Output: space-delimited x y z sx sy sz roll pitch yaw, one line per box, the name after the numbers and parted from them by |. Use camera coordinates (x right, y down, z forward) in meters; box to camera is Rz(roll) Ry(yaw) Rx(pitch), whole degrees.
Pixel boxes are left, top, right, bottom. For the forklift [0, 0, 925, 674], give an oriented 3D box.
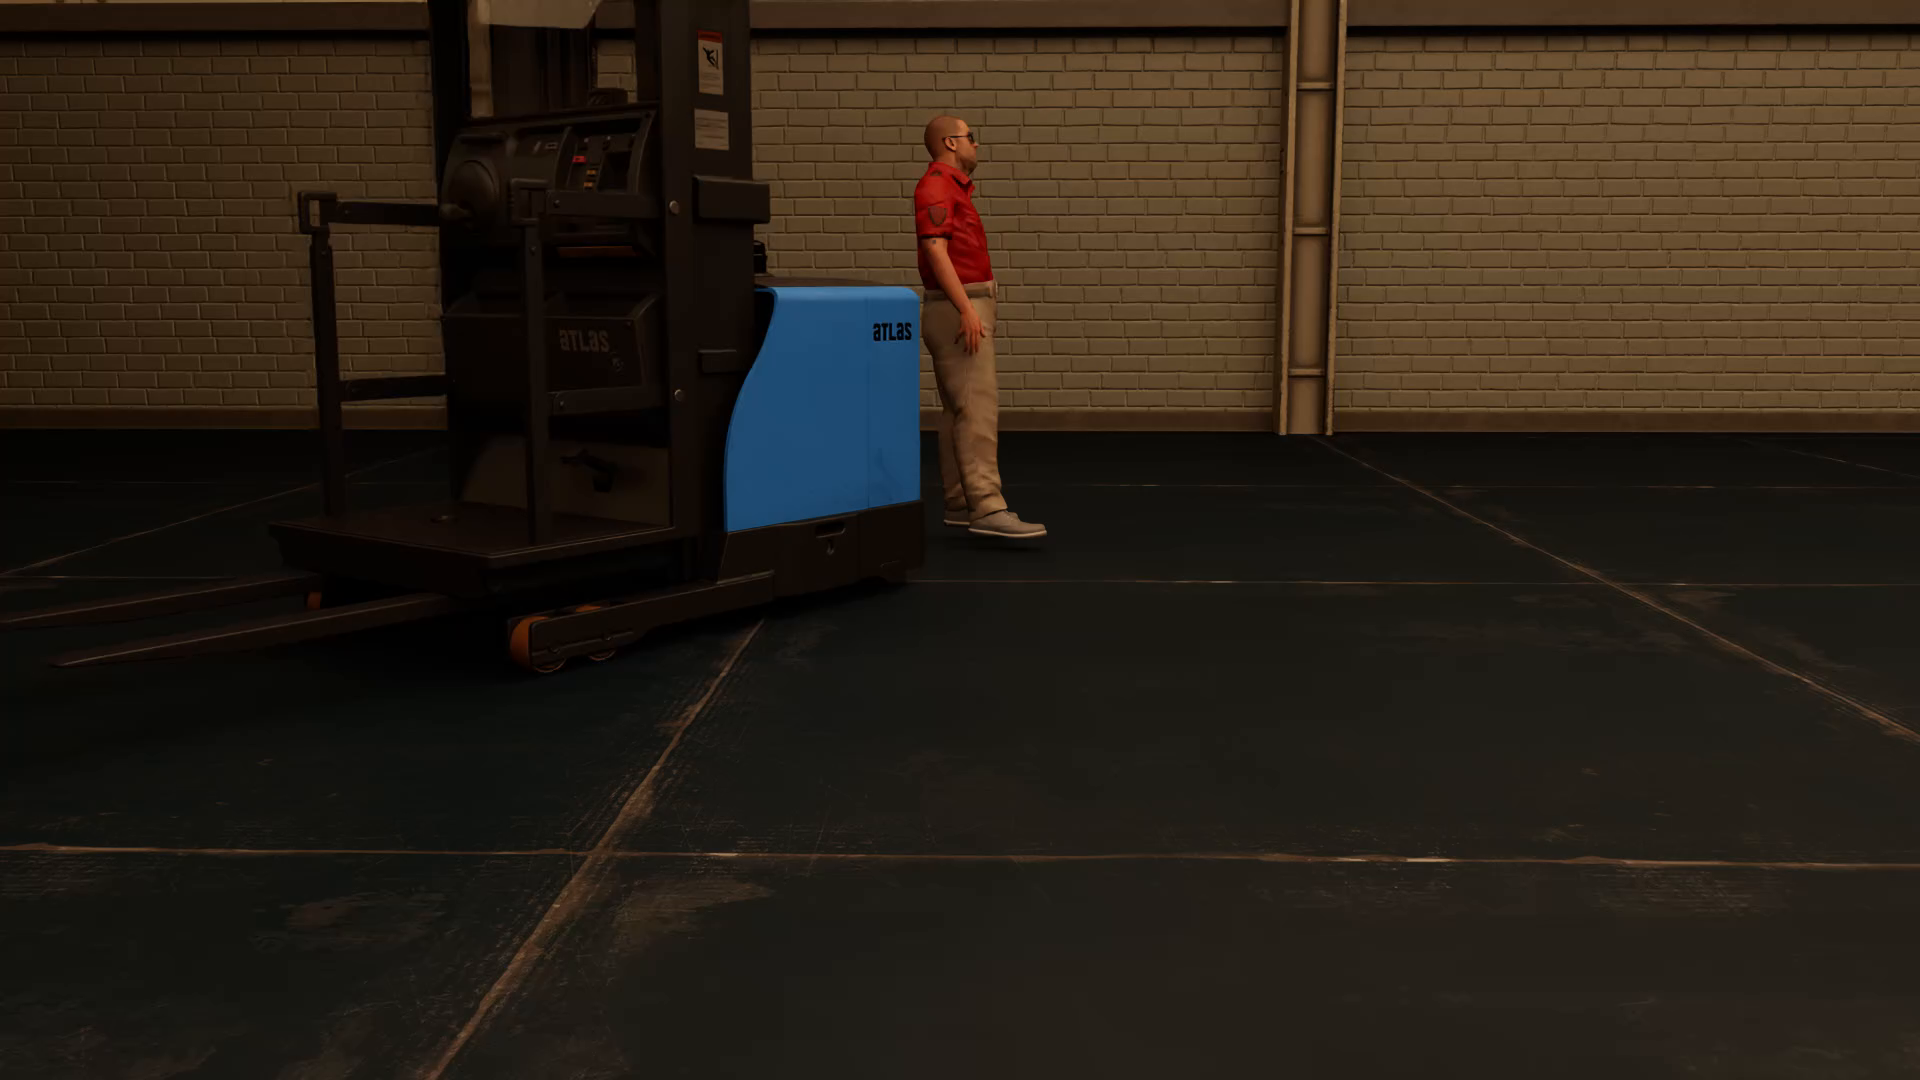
-1.411 -1.156 4.987 1.130 2.935 3.031 6 11 36 | forklift

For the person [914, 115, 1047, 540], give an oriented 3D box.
0.089 -0.899 6.976 0.551 1.727 0.640 0 9 1 | person
